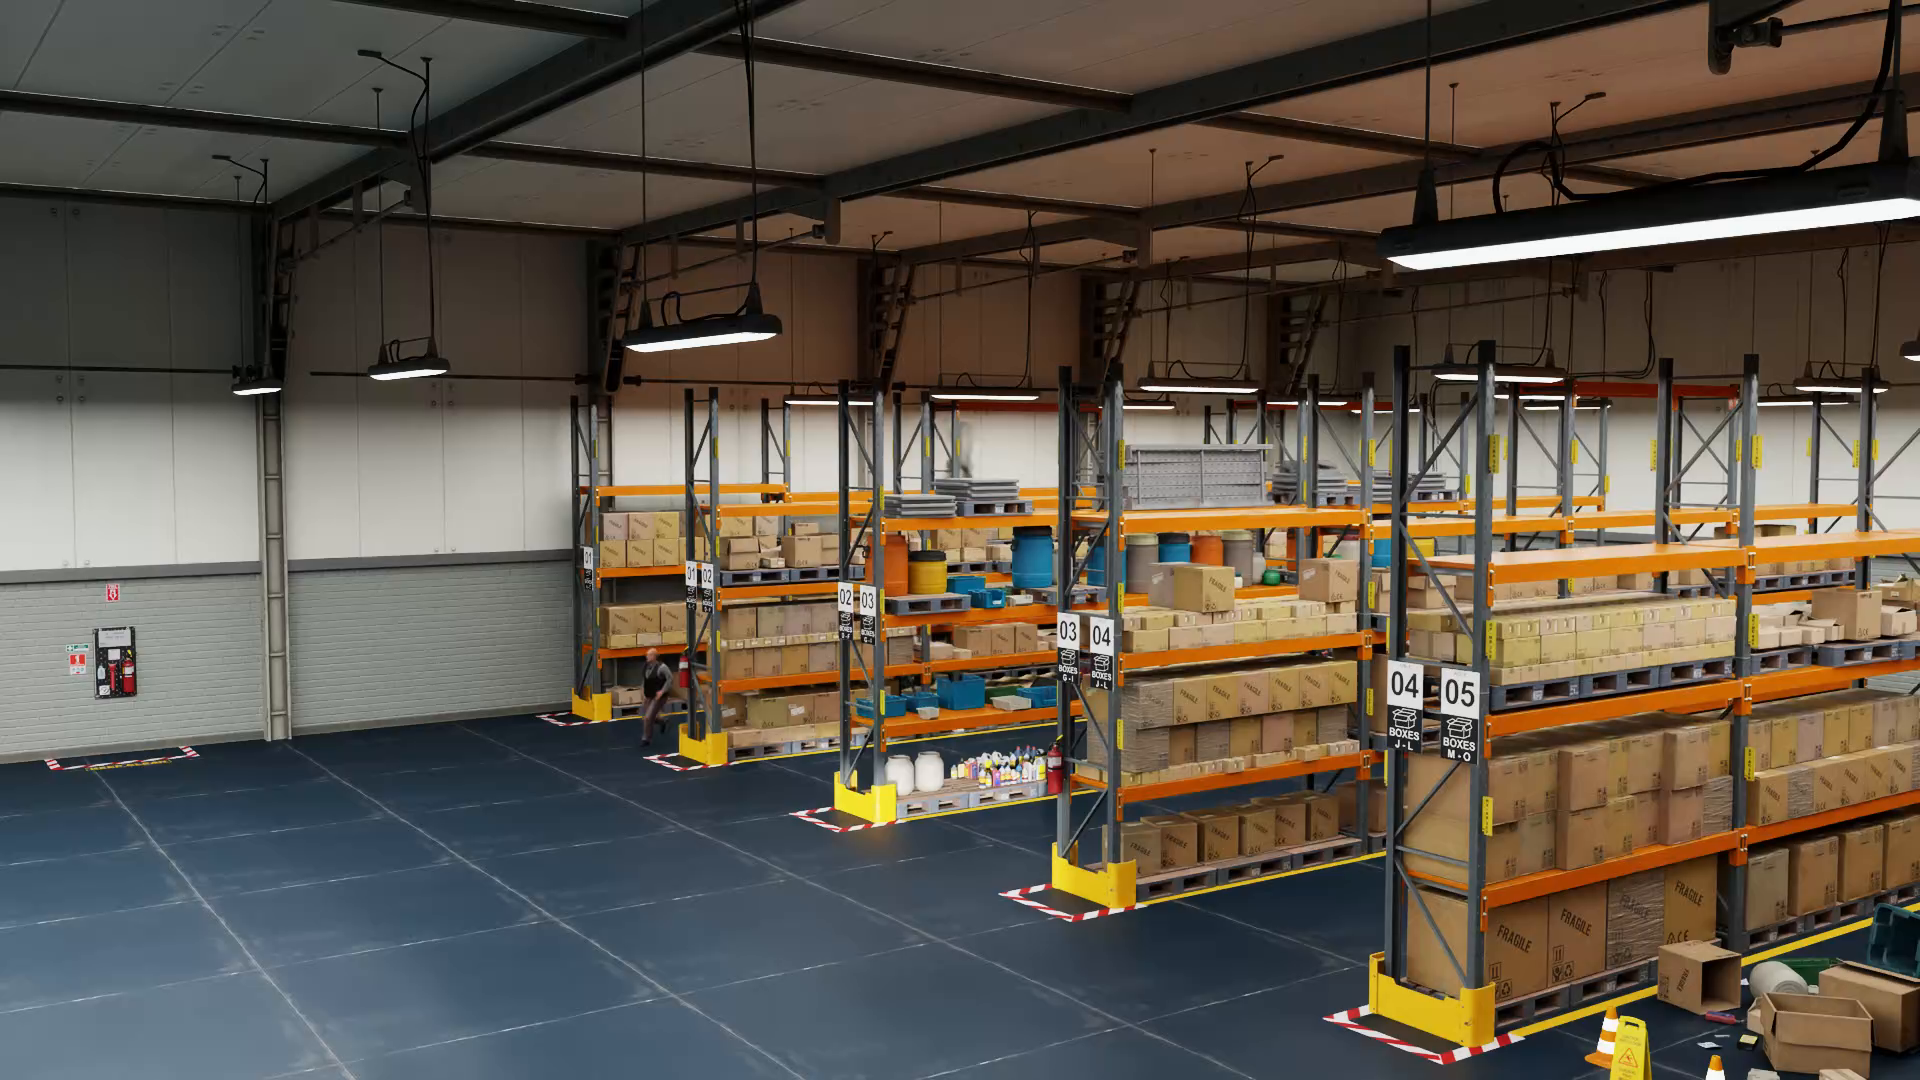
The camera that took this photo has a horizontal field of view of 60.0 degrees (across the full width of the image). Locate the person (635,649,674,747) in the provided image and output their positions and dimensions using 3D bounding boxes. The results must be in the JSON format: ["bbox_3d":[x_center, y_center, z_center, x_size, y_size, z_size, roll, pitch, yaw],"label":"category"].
[{"bbox_3d":[-5.089,2.655,28.192,0.671,1.679,0.769,2,4,27],"label":"person"}]

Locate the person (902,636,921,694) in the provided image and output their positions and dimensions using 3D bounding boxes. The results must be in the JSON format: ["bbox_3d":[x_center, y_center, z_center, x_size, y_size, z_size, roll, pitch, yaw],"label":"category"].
[{"bbox_3d":[-0.875,2.409,31.281,0.953,1.763,0.646,-3,5,-42],"label":"person"}]
